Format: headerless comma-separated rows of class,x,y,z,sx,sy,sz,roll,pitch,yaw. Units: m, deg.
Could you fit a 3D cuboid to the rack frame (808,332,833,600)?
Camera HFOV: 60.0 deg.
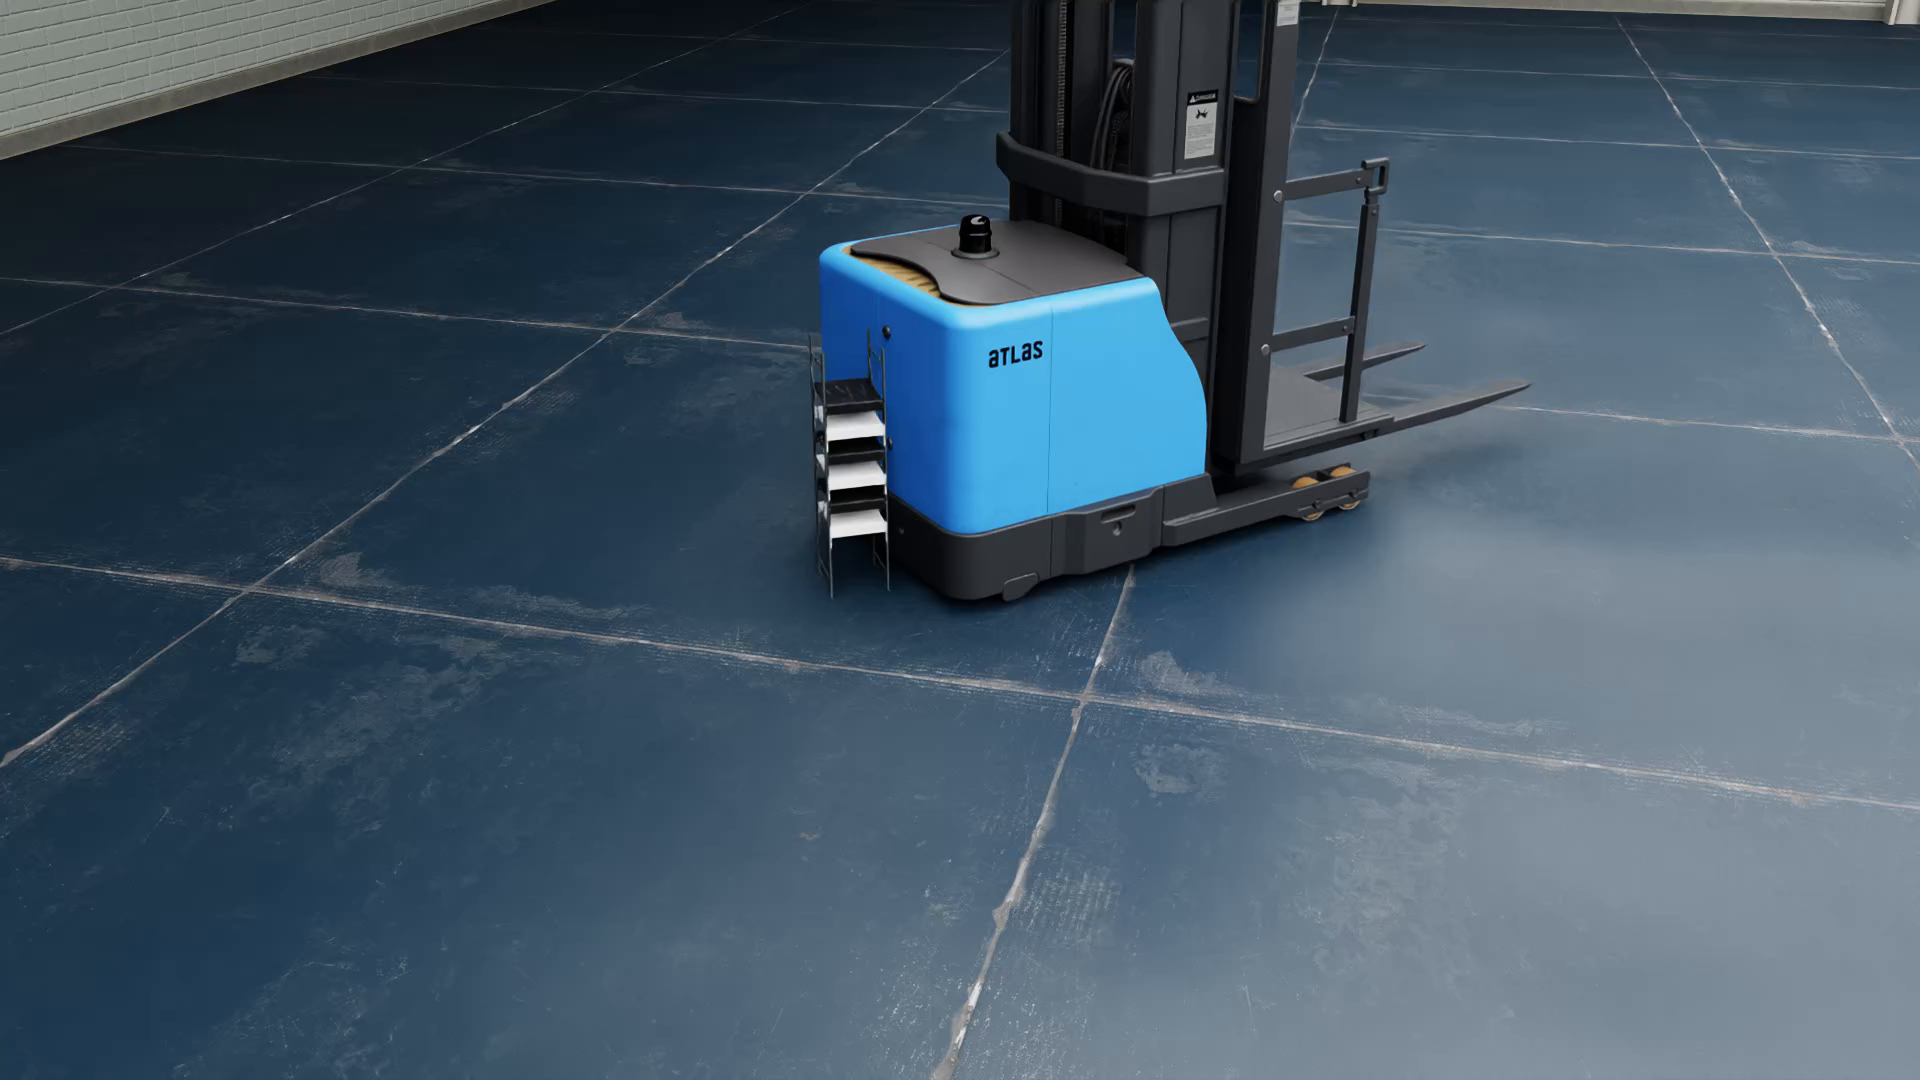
rack frame,-0.479,-0.248,5.724,0.006,0.900,0.240,-7,26,-14

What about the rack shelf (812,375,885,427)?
rack shelf,-0.382,-0.474,5.647,0.200,0.077,0.258,-7,26,-14

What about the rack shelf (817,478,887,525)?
rack shelf,-0.382,-0.149,5.802,0.200,0.077,0.258,-7,26,-14

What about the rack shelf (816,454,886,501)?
rack shelf,-0.382,-0.230,5.763,0.200,0.077,0.258,-7,26,-14

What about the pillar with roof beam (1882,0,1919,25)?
pillar with roof beam,9.159,-7.868,12.307,0.400,9.000,9.100,6,26,13

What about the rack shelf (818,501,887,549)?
rack shelf,-0.382,-0.067,5.841,0.200,0.077,0.258,-7,26,-14

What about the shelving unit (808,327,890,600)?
shelving unit,-0.382,-0.260,5.749,0.210,0.900,0.258,-7,26,-14

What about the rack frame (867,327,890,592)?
rack frame,-0.284,-0.272,5.774,0.006,0.900,0.240,-7,26,-14

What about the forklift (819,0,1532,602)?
forklift,0.999,-1.573,6.145,3.031,2.935,1.130,-15,29,-29

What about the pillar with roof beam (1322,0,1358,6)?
pillar with roof beam,3.348,-8.510,13.656,0.400,9.000,9.100,6,26,13

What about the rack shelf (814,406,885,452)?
rack shelf,-0.382,-0.392,5.686,0.200,0.077,0.258,-7,26,-14

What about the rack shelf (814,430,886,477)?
rack shelf,-0.382,-0.311,5.725,0.200,0.077,0.258,-7,26,-14
